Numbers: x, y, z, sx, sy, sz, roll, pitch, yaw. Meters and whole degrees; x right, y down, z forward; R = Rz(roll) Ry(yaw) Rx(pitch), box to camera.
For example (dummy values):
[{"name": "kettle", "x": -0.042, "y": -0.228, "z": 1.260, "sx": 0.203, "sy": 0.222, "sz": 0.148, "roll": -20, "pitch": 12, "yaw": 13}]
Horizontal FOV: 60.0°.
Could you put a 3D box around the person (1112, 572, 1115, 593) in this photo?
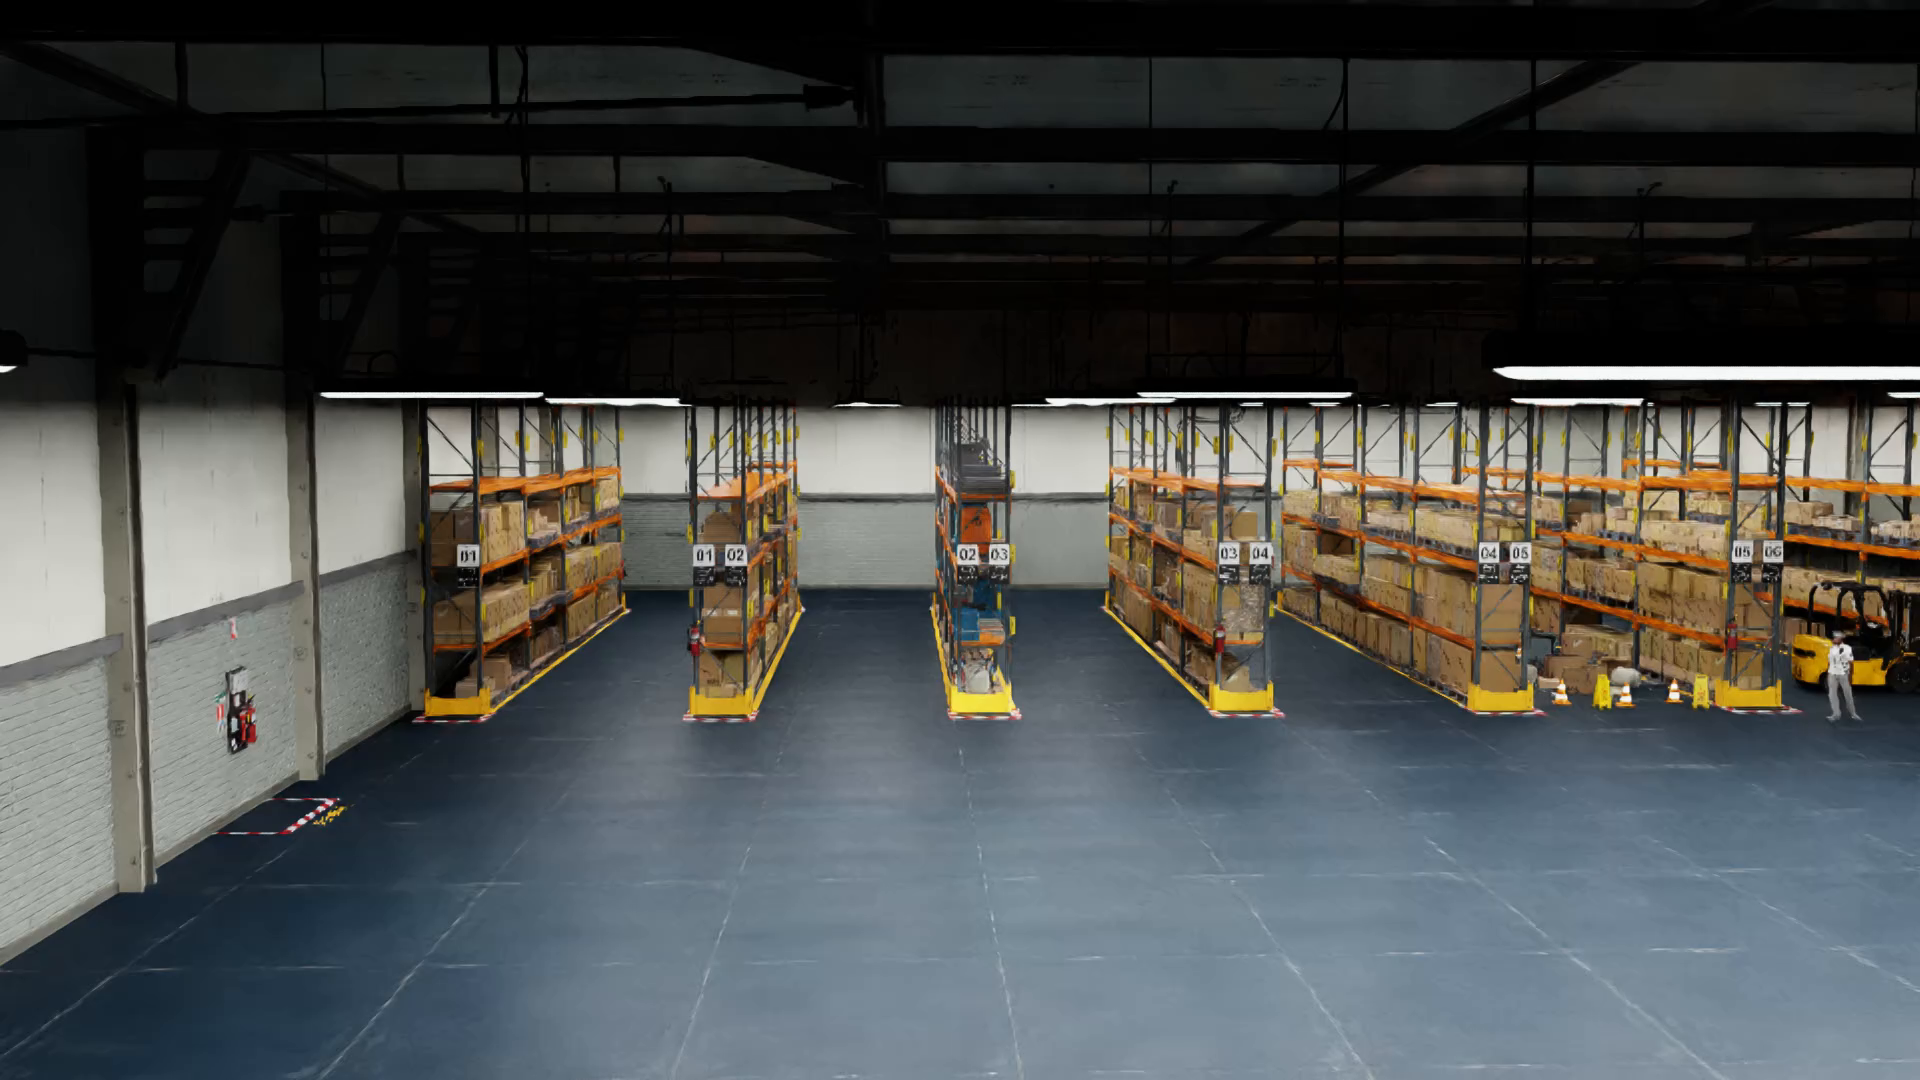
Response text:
[{"name": "person", "x": 4.635, "y": 0.995, "z": 48.774, "sx": 0.534, "sy": 1.756, "sz": 0.732, "roll": 3, "pitch": 5, "yaw": 33}]

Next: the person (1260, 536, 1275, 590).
[{"name": "person", "x": 9.604, "y": 0.748, "z": 52.198, "sx": 0.604, "sy": 1.753, "sz": 0.572, "roll": 3, "pitch": 5, "yaw": 34}]

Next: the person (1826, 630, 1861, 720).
[{"name": "person", "x": 16.291, "y": 2.488, "z": 30.667, "sx": 0.529, "sy": 1.667, "sz": 0.571, "roll": -3, "pitch": 5, "yaw": -30}]
